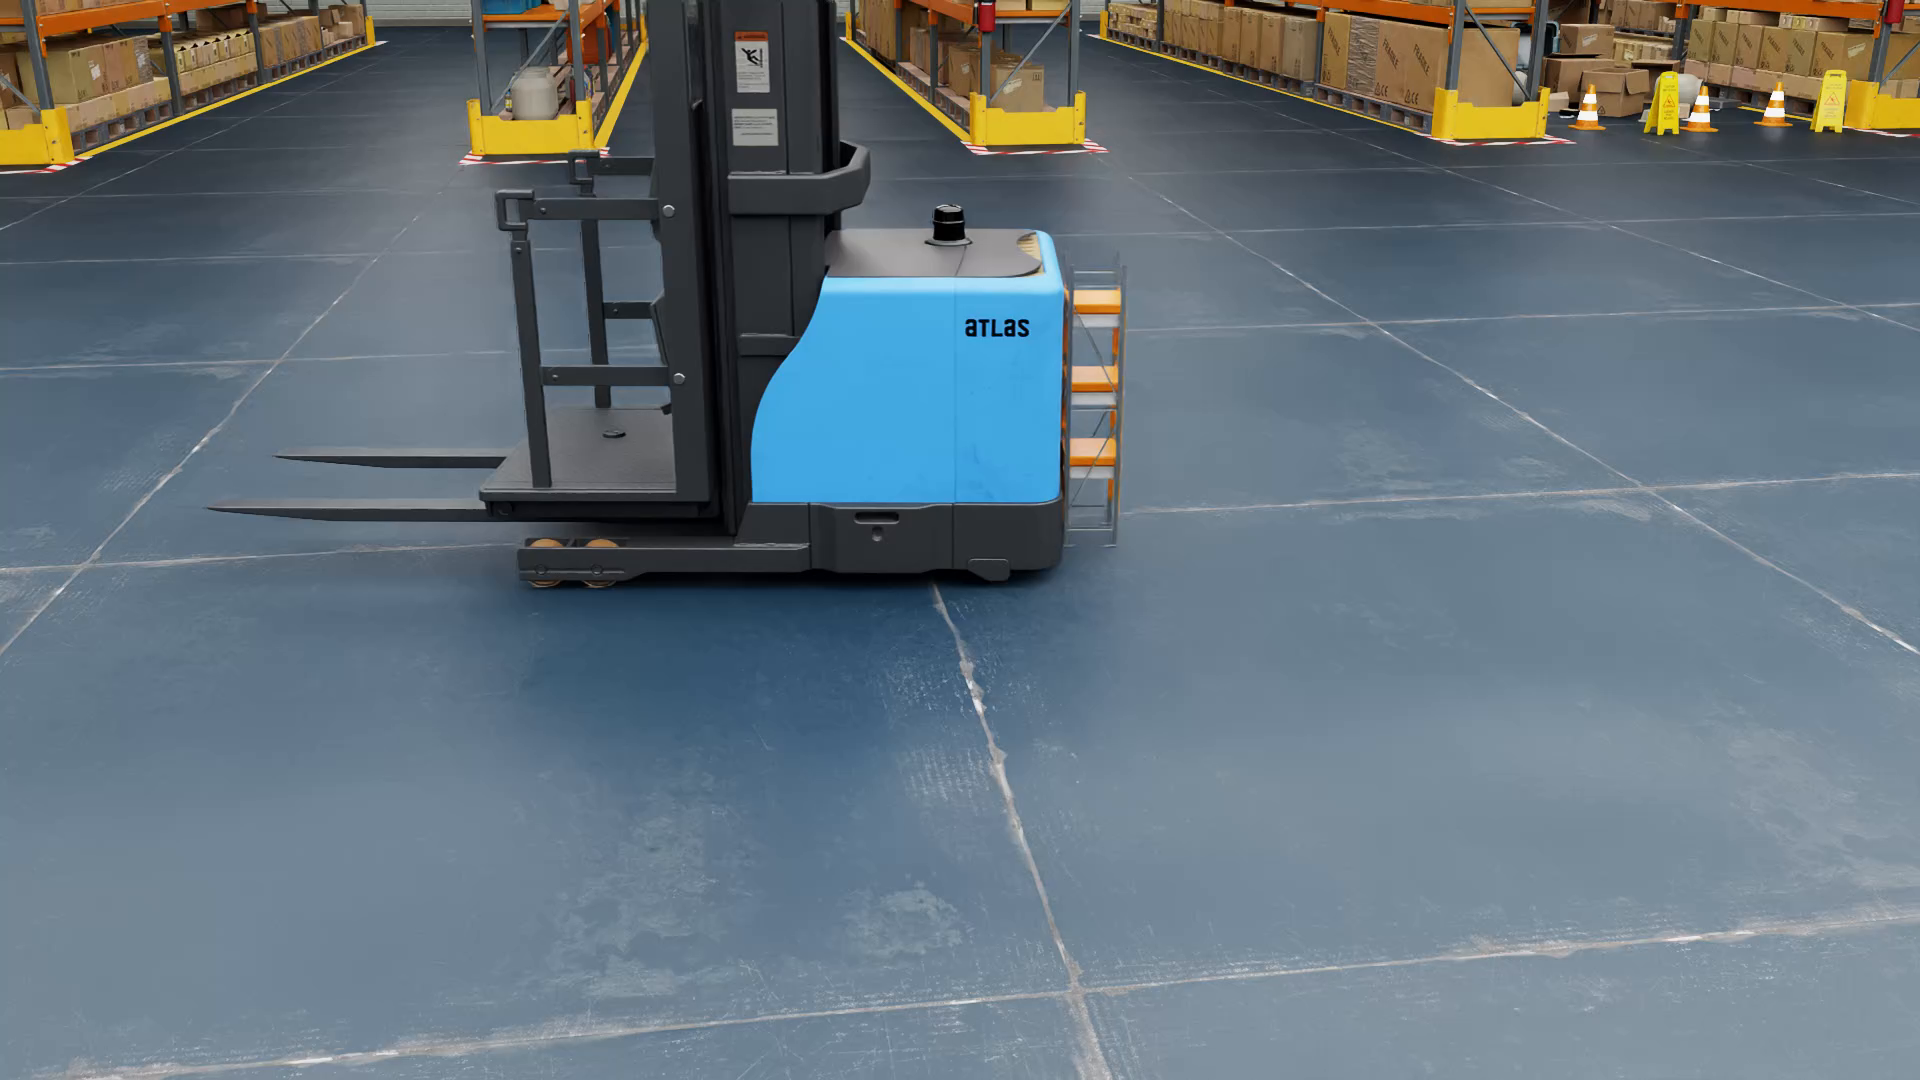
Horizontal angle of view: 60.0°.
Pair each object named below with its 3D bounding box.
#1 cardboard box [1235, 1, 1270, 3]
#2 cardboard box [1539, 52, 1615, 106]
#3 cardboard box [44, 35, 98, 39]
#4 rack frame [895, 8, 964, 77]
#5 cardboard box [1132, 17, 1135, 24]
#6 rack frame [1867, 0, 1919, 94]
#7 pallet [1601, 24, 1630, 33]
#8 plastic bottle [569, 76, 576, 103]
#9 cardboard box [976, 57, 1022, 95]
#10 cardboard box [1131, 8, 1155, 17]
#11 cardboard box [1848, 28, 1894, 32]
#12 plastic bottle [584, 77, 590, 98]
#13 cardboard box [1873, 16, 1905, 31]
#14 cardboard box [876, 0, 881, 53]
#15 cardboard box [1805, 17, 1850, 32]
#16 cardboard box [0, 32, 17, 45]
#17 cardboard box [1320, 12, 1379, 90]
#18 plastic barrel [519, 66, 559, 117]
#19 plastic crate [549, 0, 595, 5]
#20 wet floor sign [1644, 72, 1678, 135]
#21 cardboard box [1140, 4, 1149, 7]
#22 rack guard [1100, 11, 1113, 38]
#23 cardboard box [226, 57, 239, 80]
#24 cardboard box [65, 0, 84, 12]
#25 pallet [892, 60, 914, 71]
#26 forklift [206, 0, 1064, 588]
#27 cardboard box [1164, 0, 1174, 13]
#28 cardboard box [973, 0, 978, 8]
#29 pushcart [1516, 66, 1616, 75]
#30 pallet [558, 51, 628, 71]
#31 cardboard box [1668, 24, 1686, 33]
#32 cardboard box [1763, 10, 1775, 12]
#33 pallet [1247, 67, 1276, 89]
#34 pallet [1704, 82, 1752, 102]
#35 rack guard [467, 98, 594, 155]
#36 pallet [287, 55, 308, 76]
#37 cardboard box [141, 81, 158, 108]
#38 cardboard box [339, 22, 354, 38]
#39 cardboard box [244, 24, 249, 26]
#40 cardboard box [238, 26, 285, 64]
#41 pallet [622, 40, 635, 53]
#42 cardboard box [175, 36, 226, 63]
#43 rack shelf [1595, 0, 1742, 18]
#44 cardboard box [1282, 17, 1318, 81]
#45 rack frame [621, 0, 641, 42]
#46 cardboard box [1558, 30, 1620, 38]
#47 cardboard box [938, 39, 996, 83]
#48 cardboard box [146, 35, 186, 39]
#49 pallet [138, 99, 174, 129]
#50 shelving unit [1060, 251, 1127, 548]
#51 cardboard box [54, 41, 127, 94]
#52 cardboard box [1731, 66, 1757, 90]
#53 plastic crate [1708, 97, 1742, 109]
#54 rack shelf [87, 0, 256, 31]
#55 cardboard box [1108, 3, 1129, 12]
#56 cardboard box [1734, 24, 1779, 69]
[{"bbox_3d":[4.544,-8.296,26.041,0.500,0.250,0.500,-3,21,-8],"label":"cardboard box"},{"bbox_3d":[7.612,-5.705,20.578,0.797,0.637,0.503,-3,21,-8],"label":"cardboard box"},{"bbox_3d":[-9.836,-5.305,18.390,0.500,0.500,0.500,-3,21,-8],"label":"cardboard box"},{"bbox_3d":[-0.446,-8.277,24.090,1.000,3.000,0.127,-3,21,-8],"label":"rack frame"},{"bbox_3d":[3.393,-9.617,30.728,0.380,0.149,0.250,-2,21,-5],"label":"cardboard box"},{"bbox_3d":[10.514,-6.007,18.013,1.000,3.000,0.127,-3,21,-8],"label":"rack frame"},{"bbox_3d":[13.245,-10.190,33.197,1.003,0.211,1.213,-3,21,-8],"label":"pallet"},{"bbox_3d":[-4.404,-5.127,18.910,0.061,0.283,0.133,-3,21,-8],"label":"plastic bottle"},{"bbox_3d":[0.442,-5.173,18.752,0.500,0.500,0.500,-1,21,-3],"label":"cardboard box"},{"bbox_3d":[3.330,-9.575,30.190,0.380,0.149,0.250,-4,21,-10],"label":"cardboard box"},{"bbox_3d":[10.587,-5.749,19.580,0.500,0.500,0.500,-4,21,-10],"label":"cardboard box"},{"bbox_3d":[-4.299,-5.129,18.927,0.152,0.276,0.135,-3,21,-7],"label":"plastic bottle"},{"bbox_3d":[14.450,-7.670,25.260,0.875,0.625,0.625,-2,21,-6],"label":"cardboard box"},{"bbox_3d":[-0.646,-8.028,25.859,1.225,0.875,0.875,-3,21,-8],"label":"cardboard box"},{"bbox_3d":[10.021,-5.959,19.214,0.380,0.149,0.250,-2,21,-6],"label":"cardboard box"},{"bbox_3d":[-15.734,-8.202,26.863,0.700,0.500,0.500,-3,21,-7],"label":"cardboard box"},{"bbox_3d":[5.075,-6.087,20.664,0.875,0.875,0.875,-3,21,-7],"label":"cardboard box"},{"bbox_3d":[-4.437,-4.686,17.432,0.421,0.512,0.421,0,20,0],"label":"plastic barrel"},{"bbox_3d":[-4.286,-5.969,18.289,0.530,0.136,0.437,-3,21,-8],"label":"plastic crate"},{"bbox_3d":[7.593,-4.709,17.903,0.267,0.644,0.232,-7,21,-17],"label":"wet floor sign"},{"bbox_3d":[3.630,-10.142,31.707,0.380,0.149,0.250,-3,21,-7],"label":"cardboard box"},{"bbox_3d":[3.334,-10.065,32.450,1.175,0.500,0.348,-3,21,-8],"label":"rack guard"},{"bbox_3d":[-9.785,-6.165,21.765,0.500,0.250,0.500,-2,21,-7],"label":"cardboard box"},{"bbox_3d":[-9.297,-5.572,16.704,0.700,0.500,0.500,-3,21,-7],"label":"cardboard box"},{"bbox_3d":[-0.485,-7.248,25.319,1.003,0.211,1.213,-3,21,-8],"label":"pallet"},{"bbox_3d":[-1.155,-1.390,5.750,3.031,2.935,1.130,0,20,1],"label":"forklift"},{"bbox_3d":[3.745,-8.985,27.887,0.500,0.250,0.500,-4,21,-10],"label":"cardboard box"},{"bbox_3d":[0.339,-5.648,17.411,0.380,0.149,0.250,-3,21,-8],"label":"cardboard box"},{"bbox_3d":[7.688,-6.031,21.825,1.648,0.377,0.936,-11,23,-26],"label":"pushcart"},{"bbox_3d":[-5.675,-7.413,25.763,1.003,0.211,1.213,-3,21,-8],"label":"pallet"},{"bbox_3d":[13.324,-9.453,30.713,0.380,0.149,0.250,-4,21,-9],"label":"cardboard box"},{"bbox_3d":[13.786,-8.977,28.009,0.380,0.149,0.250,-4,21,-10],"label":"cardboard box"},{"bbox_3d":[4.688,-6.488,23.285,1.003,0.211,1.213,-3,21,-8],"label":"pallet"},{"bbox_3d":[10.069,-5.855,21.591,1.003,0.211,1.213,-3,21,-8],"label":"pallet"},{"bbox_3d":[-4.252,-4.110,16.507,1.175,0.500,0.348,-3,21,-8],"label":"rack guard"},{"bbox_3d":[-10.492,-7.154,25.070,1.003,0.211,1.213,-3,21,-8],"label":"pallet"},{"bbox_3d":[-9.328,-4.979,18.591,0.500,0.250,0.500,-3,21,-8],"label":"cardboard box"},{"bbox_3d":[-10.973,-8.960,29.221,0.500,0.250,0.500,-3,21,-8],"label":"cardboard box"},{"bbox_3d":[-10.691,-7.305,24.432,0.500,0.500,0.500,-4,21,-10],"label":"cardboard box"},{"bbox_3d":[-10.113,-7.167,24.062,0.500,0.500,0.500,-4,21,-10],"label":"cardboard box"},{"bbox_3d":[-6.068,-8.359,28.294,1.003,0.211,1.213,-3,21,-8],"label":"pallet"},{"bbox_3d":[-9.709,-6.253,21.199,0.500,0.311,0.500,-2,21,-6],"label":"cardboard box"},{"bbox_3d":[9.649,-7.748,23.701,1.077,0.370,4.000,-3,21,-8],"label":"rack shelf"},{"bbox_3d":[4.875,-6.461,21.842,1.050,0.750,0.750,-3,21,-8],"label":"cardboard box"},{"bbox_3d":[-6.501,-10.797,30.838,1.000,3.000,0.127,-3,21,-8],"label":"rack frame"},{"bbox_3d":[9.432,-7.547,25.290,0.950,0.372,0.625,-4,21,-11],"label":"cardboard box"},{"bbox_3d":[0.063,-6.141,21.315,0.700,0.500,0.500,-5,21,-12],"label":"cardboard box"},{"bbox_3d":[-10.309,-6.396,21.582,0.500,0.311,0.500,-3,21,-9],"label":"cardboard box"},{"bbox_3d":[-9.600,-4.810,18.793,1.003,0.211,1.213,-3,21,-8],"label":"pallet"},{"bbox_3d":[0.480,-0.508,6.076,0.215,1.050,0.252,0,20,0],"label":"shelving unit"},{"bbox_3d":[-9.167,-4.985,17.535,0.500,0.500,0.500,-3,21,-8],"label":"cardboard box"},{"bbox_3d":[9.922,-5.715,20.560,0.500,0.250,0.500,-3,21,-8],"label":"cardboard box"},{"bbox_3d":[9.352,-5.439,20.665,0.402,0.080,0.583,-11,23,-26],"label":"plastic crate"},{"bbox_3d":[-9.961,-6.749,21.028,1.077,0.370,4.000,-3,21,-8],"label":"rack shelf"},{"bbox_3d":[3.063,-10.204,31.872,0.380,0.149,0.250,-4,21,-10],"label":"cardboard box"},{"bbox_3d":[9.917,-6.070,20.438,0.500,0.500,0.500,-2,21,-5],"label":"cardboard box"}]
